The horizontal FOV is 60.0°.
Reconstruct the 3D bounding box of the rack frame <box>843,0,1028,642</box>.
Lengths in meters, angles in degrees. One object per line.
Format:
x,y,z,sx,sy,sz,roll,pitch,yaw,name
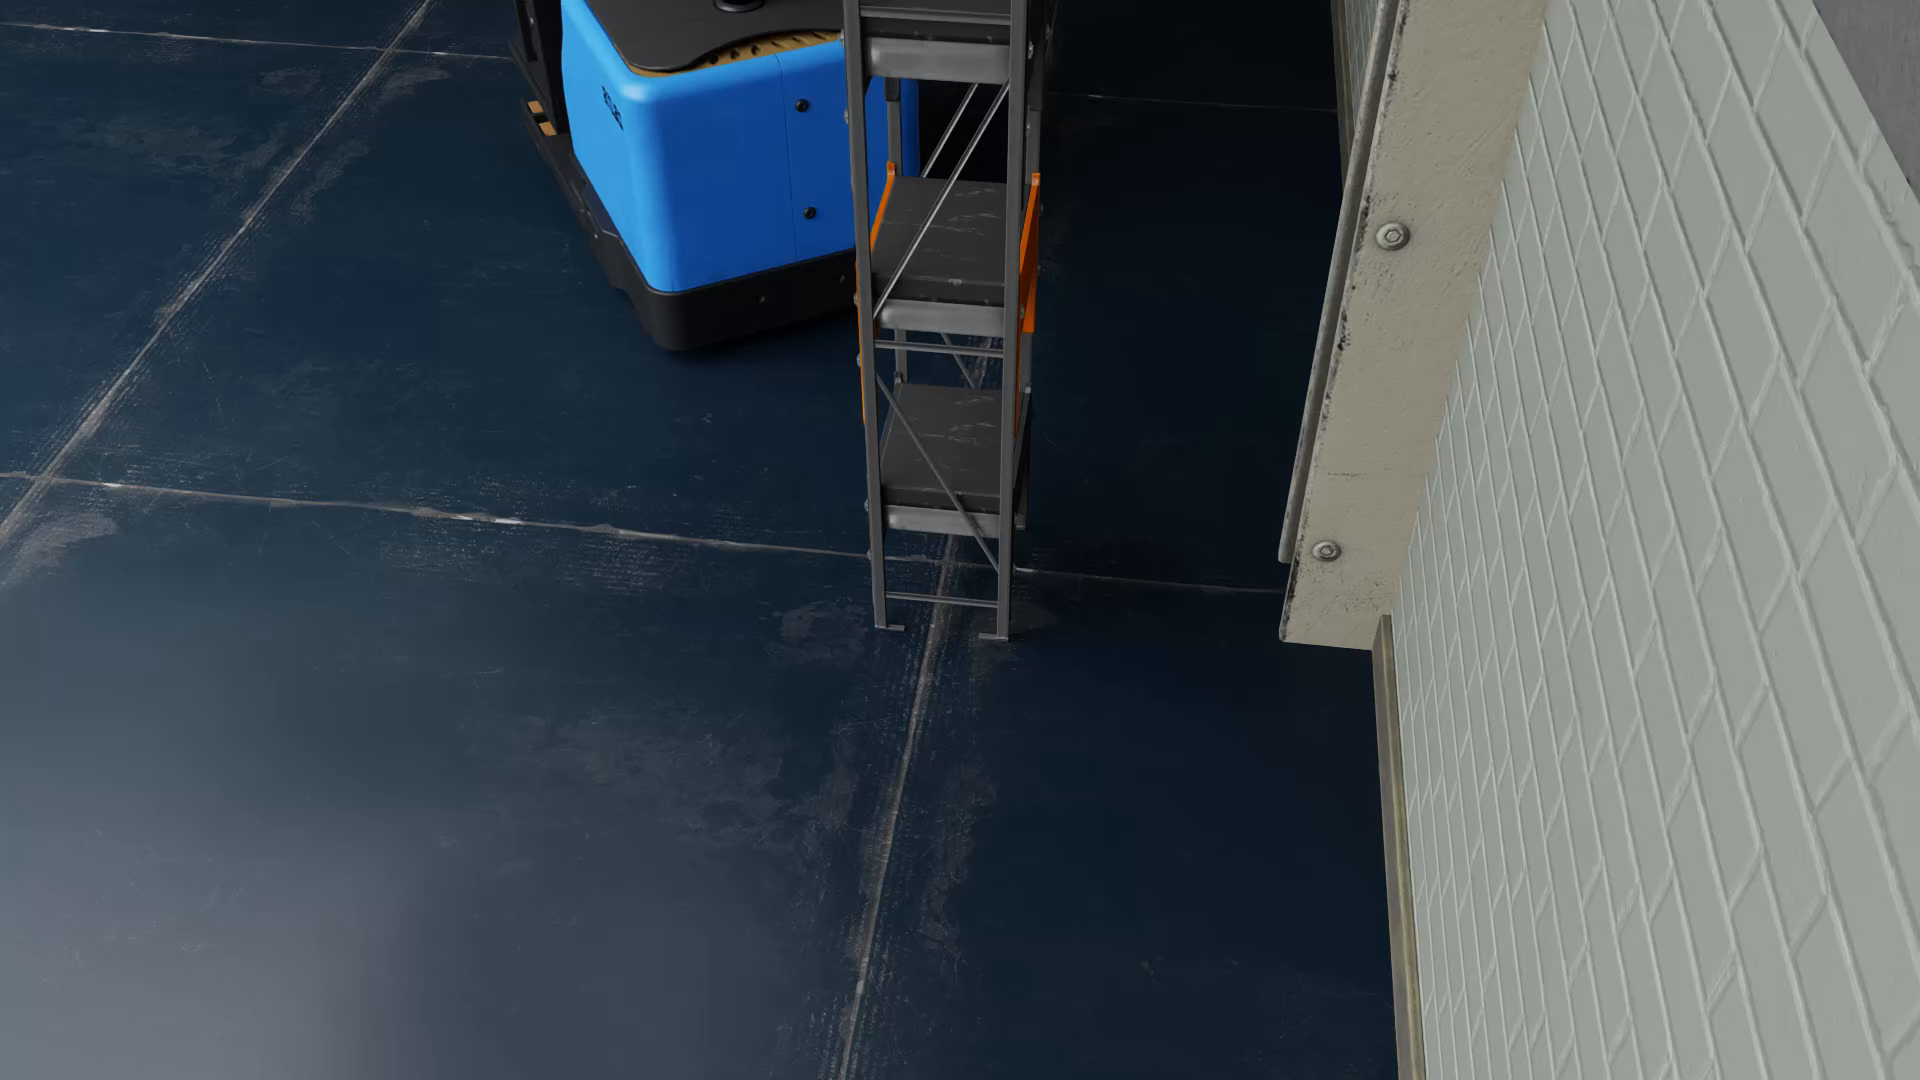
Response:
-0.054,-0.483,4.233,0.400,2.100,0.015,5,44,6,rack frame

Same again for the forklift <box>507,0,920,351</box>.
-1.200,-2.748,6.021,1.130,2.935,3.031,-18,46,-18,forklift

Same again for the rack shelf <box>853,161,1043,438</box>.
-0.022,-0.640,4.418,0.431,0.518,0.480,5,44,6,rack shelf

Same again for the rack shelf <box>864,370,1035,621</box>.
-0.022,-0.131,4.900,0.431,0.518,0.480,5,44,6,rack shelf

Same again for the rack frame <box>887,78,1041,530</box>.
0.010,-0.816,4.585,0.400,2.100,0.015,5,44,6,rack frame

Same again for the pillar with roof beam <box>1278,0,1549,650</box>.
-3.141,-3.481,2.381,9.100,9.000,0.400,5,44,6,pillar with roof beam

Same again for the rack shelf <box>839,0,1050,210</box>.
-0.022,-1.148,3.937,0.431,0.518,0.480,5,44,6,rack shelf

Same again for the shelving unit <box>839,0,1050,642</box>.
-0.022,-0.650,4.409,0.431,2.100,0.503,5,44,6,shelving unit
